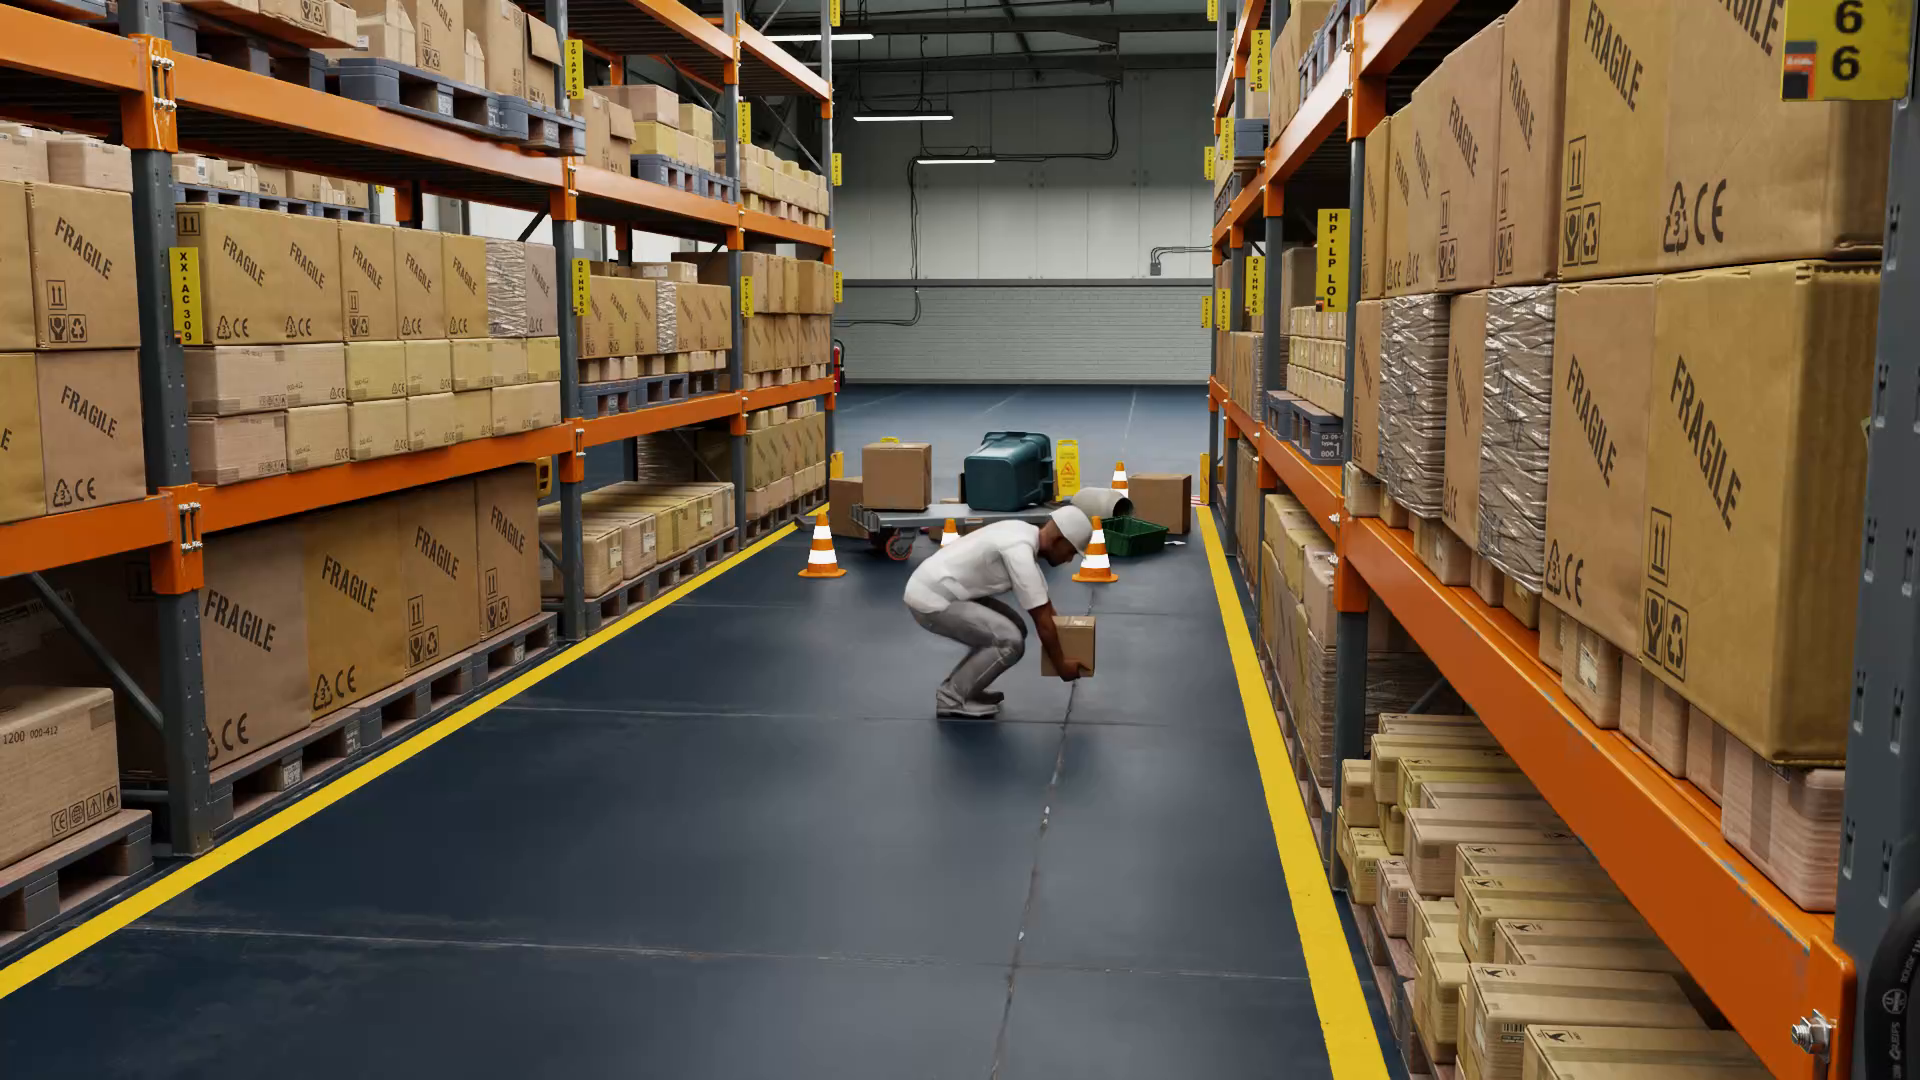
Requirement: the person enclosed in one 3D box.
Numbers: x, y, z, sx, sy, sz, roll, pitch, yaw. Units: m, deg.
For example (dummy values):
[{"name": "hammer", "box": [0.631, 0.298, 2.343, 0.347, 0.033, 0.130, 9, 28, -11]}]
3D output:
[{"name": "person", "box": [0.189, 0.334, 8.092, 0.920, 1.007, 0.532, 1, 8, 5]}]
